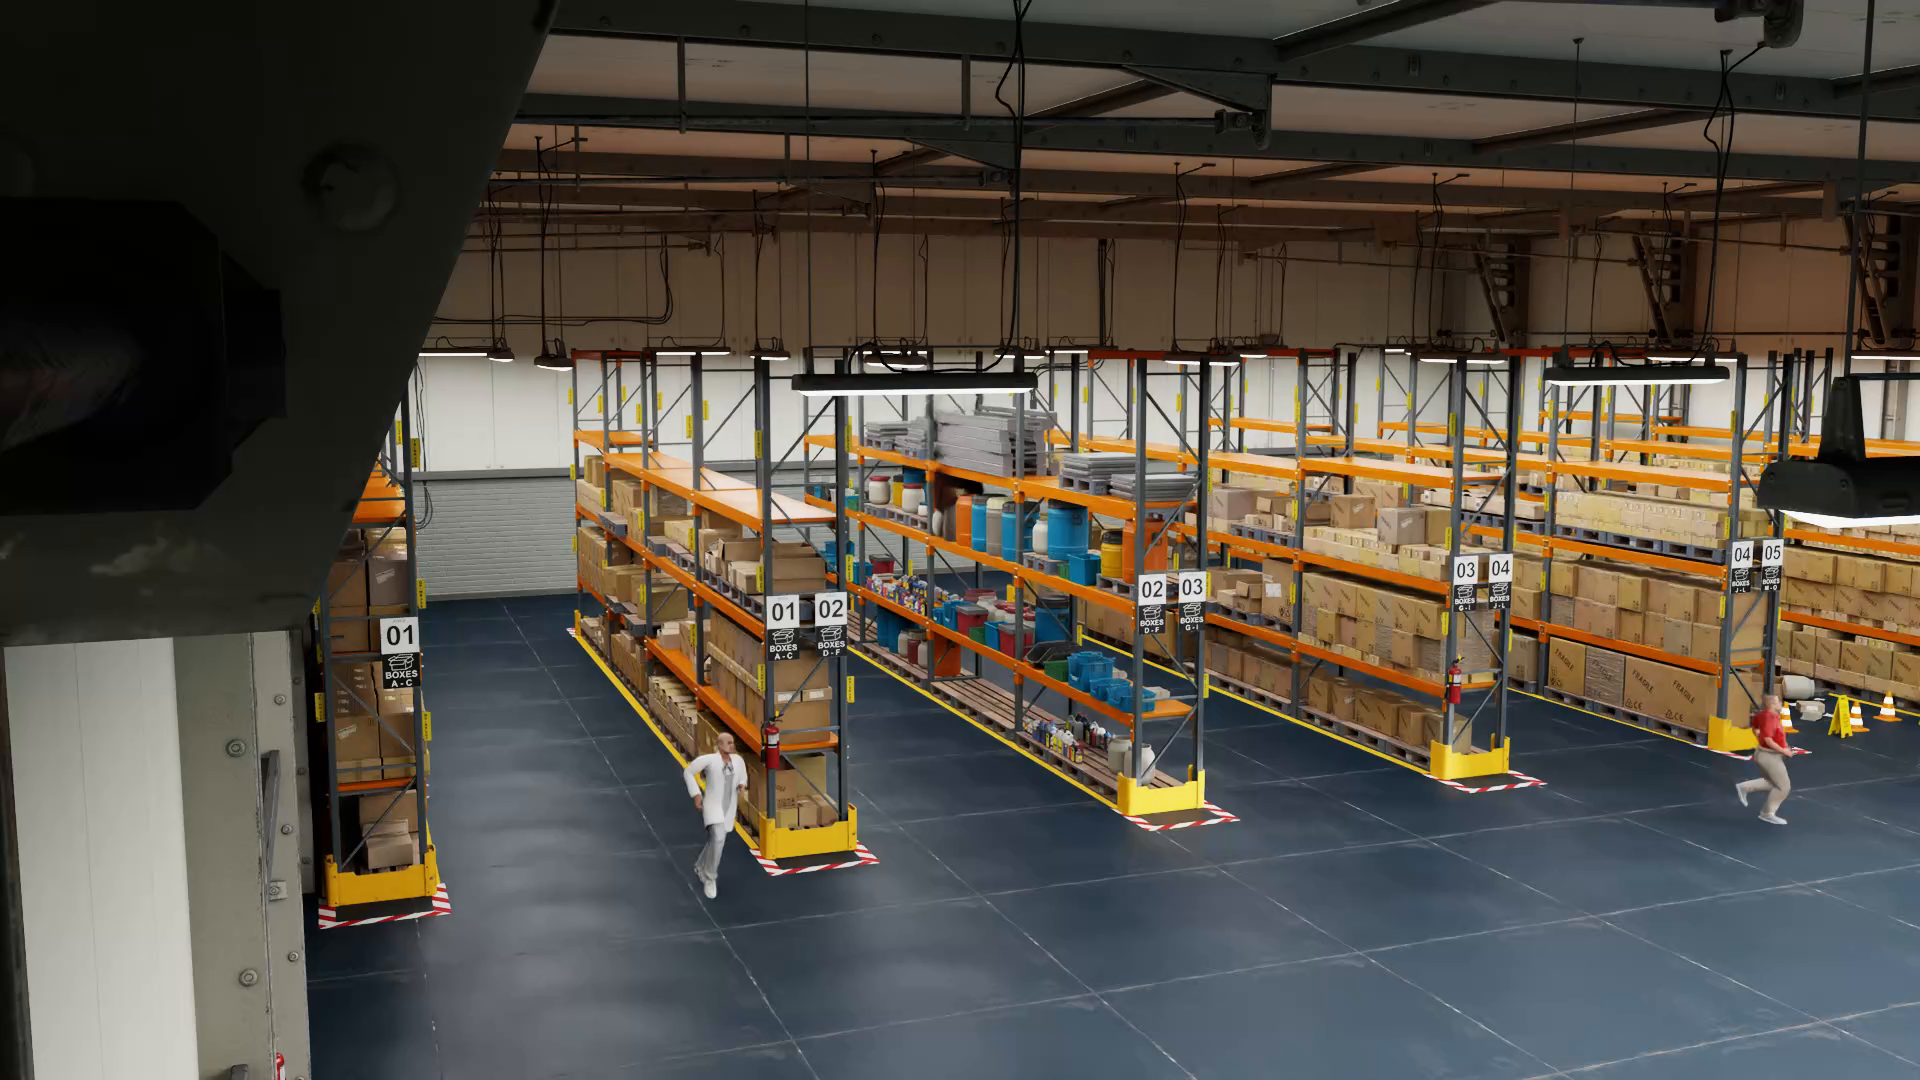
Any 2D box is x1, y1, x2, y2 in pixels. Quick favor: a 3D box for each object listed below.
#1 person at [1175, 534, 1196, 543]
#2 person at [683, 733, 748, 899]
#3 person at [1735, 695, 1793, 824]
[{"bbox_3d":[5.509,0.322,41.402,0.868,1.720,0.793,-3,8,-25],"label":"person"},{"bbox_3d":[-2.751,3.103,19.090,0.766,1.766,0.805,-6,9,-38],"label":"person"},{"bbox_3d":[10.445,2.837,21.582,0.601,1.694,0.699,1,7,10],"label":"person"}]
